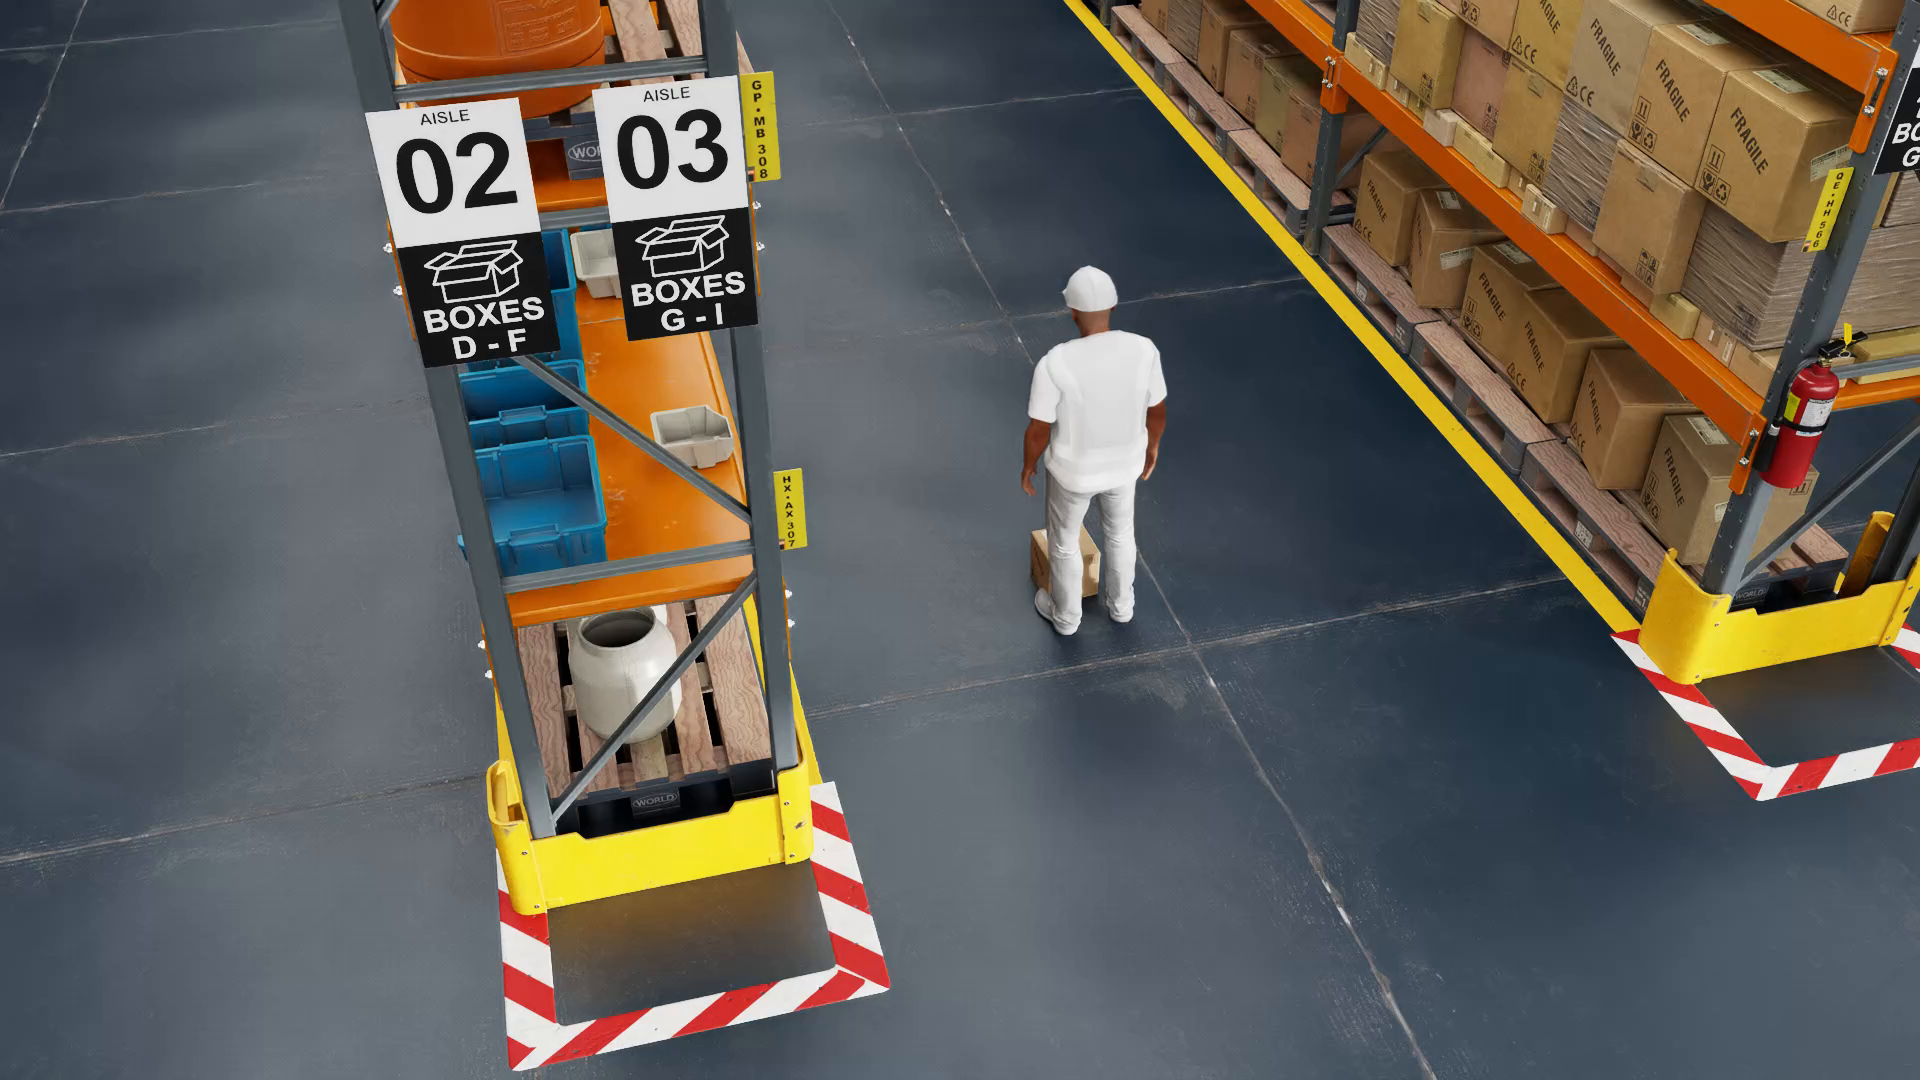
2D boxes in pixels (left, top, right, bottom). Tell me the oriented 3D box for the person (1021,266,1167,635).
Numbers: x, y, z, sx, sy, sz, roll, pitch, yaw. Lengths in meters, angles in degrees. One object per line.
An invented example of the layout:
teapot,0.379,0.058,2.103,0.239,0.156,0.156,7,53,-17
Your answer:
person,0.567,-0.355,7.154,0.628,1.761,0.457,-9,39,-12
